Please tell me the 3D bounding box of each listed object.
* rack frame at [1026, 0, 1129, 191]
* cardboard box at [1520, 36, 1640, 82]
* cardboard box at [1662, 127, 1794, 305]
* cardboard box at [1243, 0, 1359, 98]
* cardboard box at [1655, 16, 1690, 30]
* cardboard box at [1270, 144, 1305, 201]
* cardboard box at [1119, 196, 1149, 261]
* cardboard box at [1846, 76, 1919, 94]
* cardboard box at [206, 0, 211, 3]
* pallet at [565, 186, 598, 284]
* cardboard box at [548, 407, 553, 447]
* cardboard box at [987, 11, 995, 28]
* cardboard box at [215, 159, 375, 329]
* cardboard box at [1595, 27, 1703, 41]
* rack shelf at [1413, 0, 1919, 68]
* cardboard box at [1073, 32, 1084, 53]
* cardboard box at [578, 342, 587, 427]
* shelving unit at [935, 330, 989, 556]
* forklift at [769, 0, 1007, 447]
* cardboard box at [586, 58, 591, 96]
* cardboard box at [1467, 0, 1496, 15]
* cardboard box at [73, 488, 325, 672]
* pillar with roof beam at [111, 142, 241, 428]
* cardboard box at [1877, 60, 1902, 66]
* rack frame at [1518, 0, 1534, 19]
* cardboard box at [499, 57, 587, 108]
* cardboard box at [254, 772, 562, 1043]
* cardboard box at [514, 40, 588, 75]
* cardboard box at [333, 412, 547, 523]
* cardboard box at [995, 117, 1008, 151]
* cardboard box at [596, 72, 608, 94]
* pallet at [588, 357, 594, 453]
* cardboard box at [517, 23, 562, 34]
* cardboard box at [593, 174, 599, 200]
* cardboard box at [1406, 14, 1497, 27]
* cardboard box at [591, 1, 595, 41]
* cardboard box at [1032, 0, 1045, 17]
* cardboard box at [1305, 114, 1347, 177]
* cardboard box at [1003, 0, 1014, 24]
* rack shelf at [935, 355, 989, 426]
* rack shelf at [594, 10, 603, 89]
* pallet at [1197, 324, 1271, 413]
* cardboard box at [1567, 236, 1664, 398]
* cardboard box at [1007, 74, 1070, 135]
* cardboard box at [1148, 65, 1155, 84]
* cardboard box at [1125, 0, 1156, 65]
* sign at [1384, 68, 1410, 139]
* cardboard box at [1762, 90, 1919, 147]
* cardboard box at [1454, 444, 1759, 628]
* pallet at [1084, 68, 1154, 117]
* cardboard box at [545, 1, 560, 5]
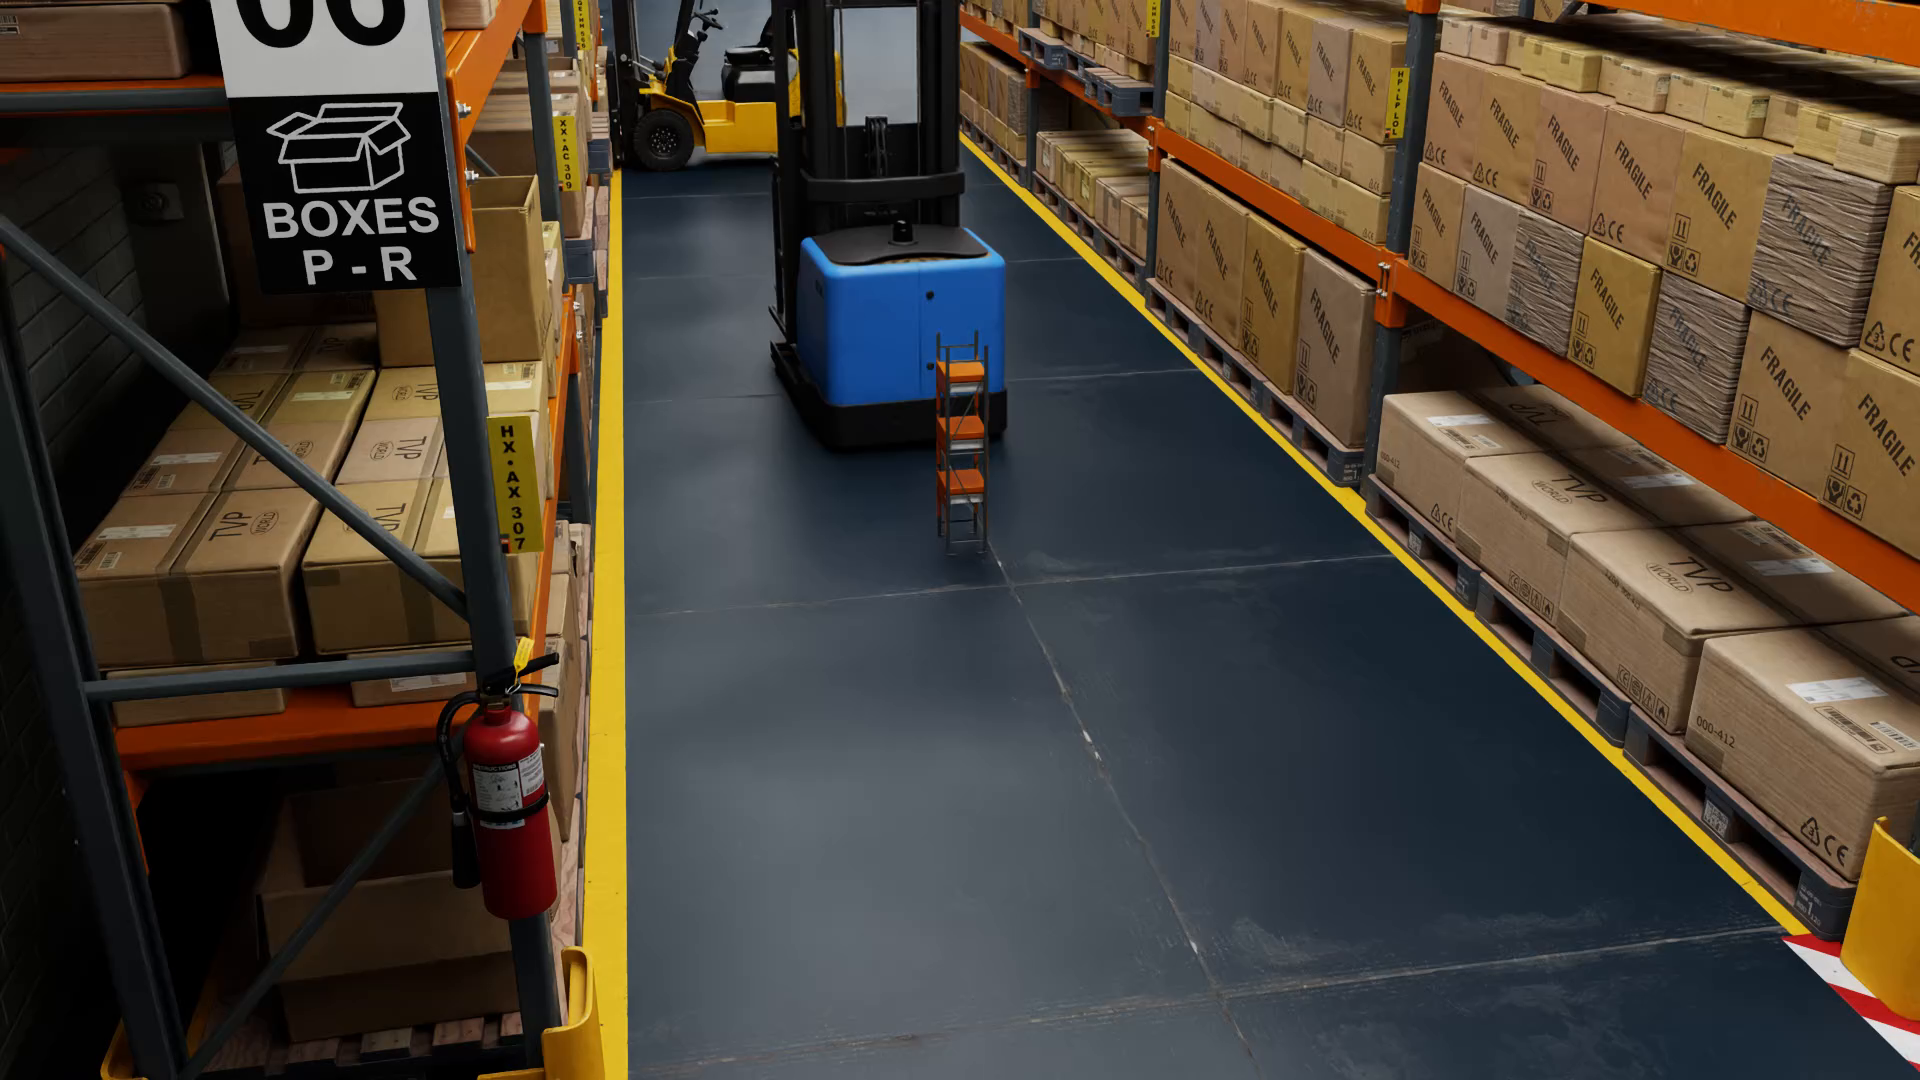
[{"bbox_3d":[1.135,-4.773,15.430,1.000,3.000,0.127,-4,24,-10],"label":"rack frame"},{"bbox_3d":[2.555,-1.985,6.862,0.380,0.149,0.250,-4,24,-10],"label":"cardboard box"},{"bbox_3d":[2.817,-1.127,5.709,0.500,0.500,0.500,-4,24,-10],"label":"cardboard box"},{"bbox_3d":[1.997,-2.894,9.754,0.500,0.500,0.500,-4,24,-9],"label":"cardboard box"},{"bbox_3d":[6.190,-4.202,13.998,0.500,0.500,0.500,-5,24,-11],"label":"cardboard box"},{"bbox_3d":[2.116,-2.116,9.533,0.500,0.250,0.500,-5,24,-11],"label":"cardboard box"},{"bbox_3d":[1.780,-2.411,12.780,0.950,0.372,0.625,-6,24,-13],"label":"cardboard box"},{"bbox_3d":[3.335,-1.526,5.811,0.380,0.149,0.250,-4,24,-9],"label":"cardboard box"},{"bbox_3d":[-1.337,-1.321,3.595,0.500,0.250,0.500,-5,24,-10],"label":"cardboard box"},{"bbox_3d":[-2.304,-1.492,8.158,1.003,0.211,1.213,-4,24,-10],"label":"pallet"},{"bbox_3d":[-1.573,-0.331,5.574,0.380,0.149,0.250,-4,24,-9],"label":"cardboard box"},{"bbox_3d":[0.483,-5.362,17.094,0.380,0.149,0.250,-4,24,-9],"label":"cardboard box"},{"bbox_3d":[-2.249,-1.063,5.815,0.500,0.500,0.500,-5,24,-11],"label":"cardboard box"},{"bbox_3d":[2.962,-2.119,7.170,0.380,0.149,0.250,-4,24,-10],"label":"cardboard box"},{"bbox_3d":[2.984,-1.884,5.968,1.077,0.370,4.000,-4,24,-10],"label":"rack shelf"},{"bbox_3d":[1.140,-4.095,13.667,0.380,0.149,0.250,-3,24,-8],"label":"cardboard box"},{"bbox_3d":[-2.240,-0.720,8.749,0.500,0.500,0.500,-5,24,-10],"label":"cardboard box"},{"bbox_3d":[0.010,-0.460,7.992,0.215,1.050,0.252,-4,24,-10],"label":"shelving unit"},{"bbox_3d":[-0.606,-2.425,10.140,1.130,2.935,3.031,-6,24,-14],"label":"forklift"},{"bbox_3d":[-3.129,-3.559,12.839,0.500,0.250,0.500,-4,24,-8],"label":"cardboard box"},{"bbox_3d":[5.777,-5.607,17.152,0.875,0.550,0.550,-4,24,-10],"label":"cardboard box"},{"bbox_3d":[-1.870,0.087,4.118,0.500,0.250,0.500,-4,24,-8],"label":"cardboard box"},{"bbox_3d":[1.210,-3.985,6.130,9.100,9.000,0.400,-4,24,-10],"label":"pillar with roof beam"},{"bbox_3d":[6.717,-3.403,11.712,0.380,0.149,0.250,-5,24,-11],"label":"cardboard box"},{"bbox_3d":[5.981,-5.179,16.360,1.000,3.000,0.127,-4,24,-10],"label":"rack frame"},{"bbox_3d":[-2.519,-2.442,9.440,0.797,0.503,0.637,-5,24,-11],"label":"cardboard box"},{"bbox_3d":[-1.544,1.020,4.761,0.797,0.503,0.637,-5,24,-12],"label":"cardboard box"},{"bbox_3d":[-3.015,-3.588,12.280,0.500,0.250,0.500,-5,24,-11],"label":"cardboard box"},{"bbox_3d":[-1.436,-0.148,4.657,0.500,0.250,0.500,-4,24,-9],"label":"cardboard box"},{"bbox_3d":[0.653,-4.127,16.862,0.500,0.250,0.500,-5,24,-11],"label":"cardboard box"},{"bbox_3d":[-3.712,-4.405,16.249,0.500,0.250,0.500,-3,24,-8],"label":"cardboard box"},{"bbox_3d":[-2.680,-0.777,9.766,1.003,0.211,1.213,-4,24,-10],"label":"pallet"},{"bbox_3d":[-2.896,-3.525,11.638,0.380,0.149,0.250,-4,24,-8],"label":"cardboard box"},{"bbox_3d":[-3.635,-3.304,14.509,0.875,0.625,0.625,-3,24,-7],"label":"cardboard box"},{"bbox_3d":[2.694,-2.523,8.904,0.500,0.500,0.500,-4,24,-10],"label":"cardboard box"},{"bbox_3d":[-3.681,-4.847,15.476,0.500,0.500,0.500,-4,24,-9],"label":"cardboard box"},{"bbox_3d":[0.940,-4.942,14.796,0.500,0.500,0.500,-4,24,-8],"label":"cardboard box"},{"bbox_3d":[2.194,-2.138,8.960,0.500,0.250,0.500,-4,24,-8],"label":"cardboard box"},{"bbox_3d":[0.706,-5.313,16.171,0.500,0.500,0.500,-4,24,-8],"label":"cardboard box"},{"bbox_3d":[0.010,-0.710,7.882,0.215,0.259,0.240,-4,24,-10],"label":"rack shelf"},{"bbox_3d":[-4.113,-4.861,16.531,1.077,0.370,4.000,-4,24,-10],"label":"rack shelf"},{"bbox_3d":[2.168,-1.127,10.567,1.003,0.211,1.213,-4,24,-10],"label":"pallet"},{"bbox_3d":[2.713,-0.871,6.372,0.500,0.500,0.500,-4,24,-8],"label":"cardboard box"},{"bbox_3d":[0.762,-4.262,16.234,0.500,0.500,0.500,-5,24,-10],"label":"cardboard box"},{"bbox_3d":[1.582,-3.388,12.050,0.380,0.149,0.250,-3,24,-8],"label":"cardboard box"},{"bbox_3d":[1.517,-3.732,12.027,0.500,0.500,0.500,-5,24,-11],"label":"cardboard box"},{"bbox_3d":[2.083,-2.077,7.909,0.100,0.325,0.005,-4,24,-10],"label":"sign"},{"bbox_3d":[2.905,-1.384,5.487,0.380,0.149,0.250,-5,24,-10],"label":"cardboard box"},{"bbox_3d":[2.791,-0.037,7.265,0.875,0.438,0.875,-5,24,-11],"label":"cardboard box"},{"bbox_3d":[1.638,-3.384,12.490,1.213,0.211,1.003,-4,24,-10],"label":"pallet"},{"bbox_3d":[-3.196,-4.129,13.020,0.380,0.149,0.250,-4,24,-9],"label":"cardboard box"}]
